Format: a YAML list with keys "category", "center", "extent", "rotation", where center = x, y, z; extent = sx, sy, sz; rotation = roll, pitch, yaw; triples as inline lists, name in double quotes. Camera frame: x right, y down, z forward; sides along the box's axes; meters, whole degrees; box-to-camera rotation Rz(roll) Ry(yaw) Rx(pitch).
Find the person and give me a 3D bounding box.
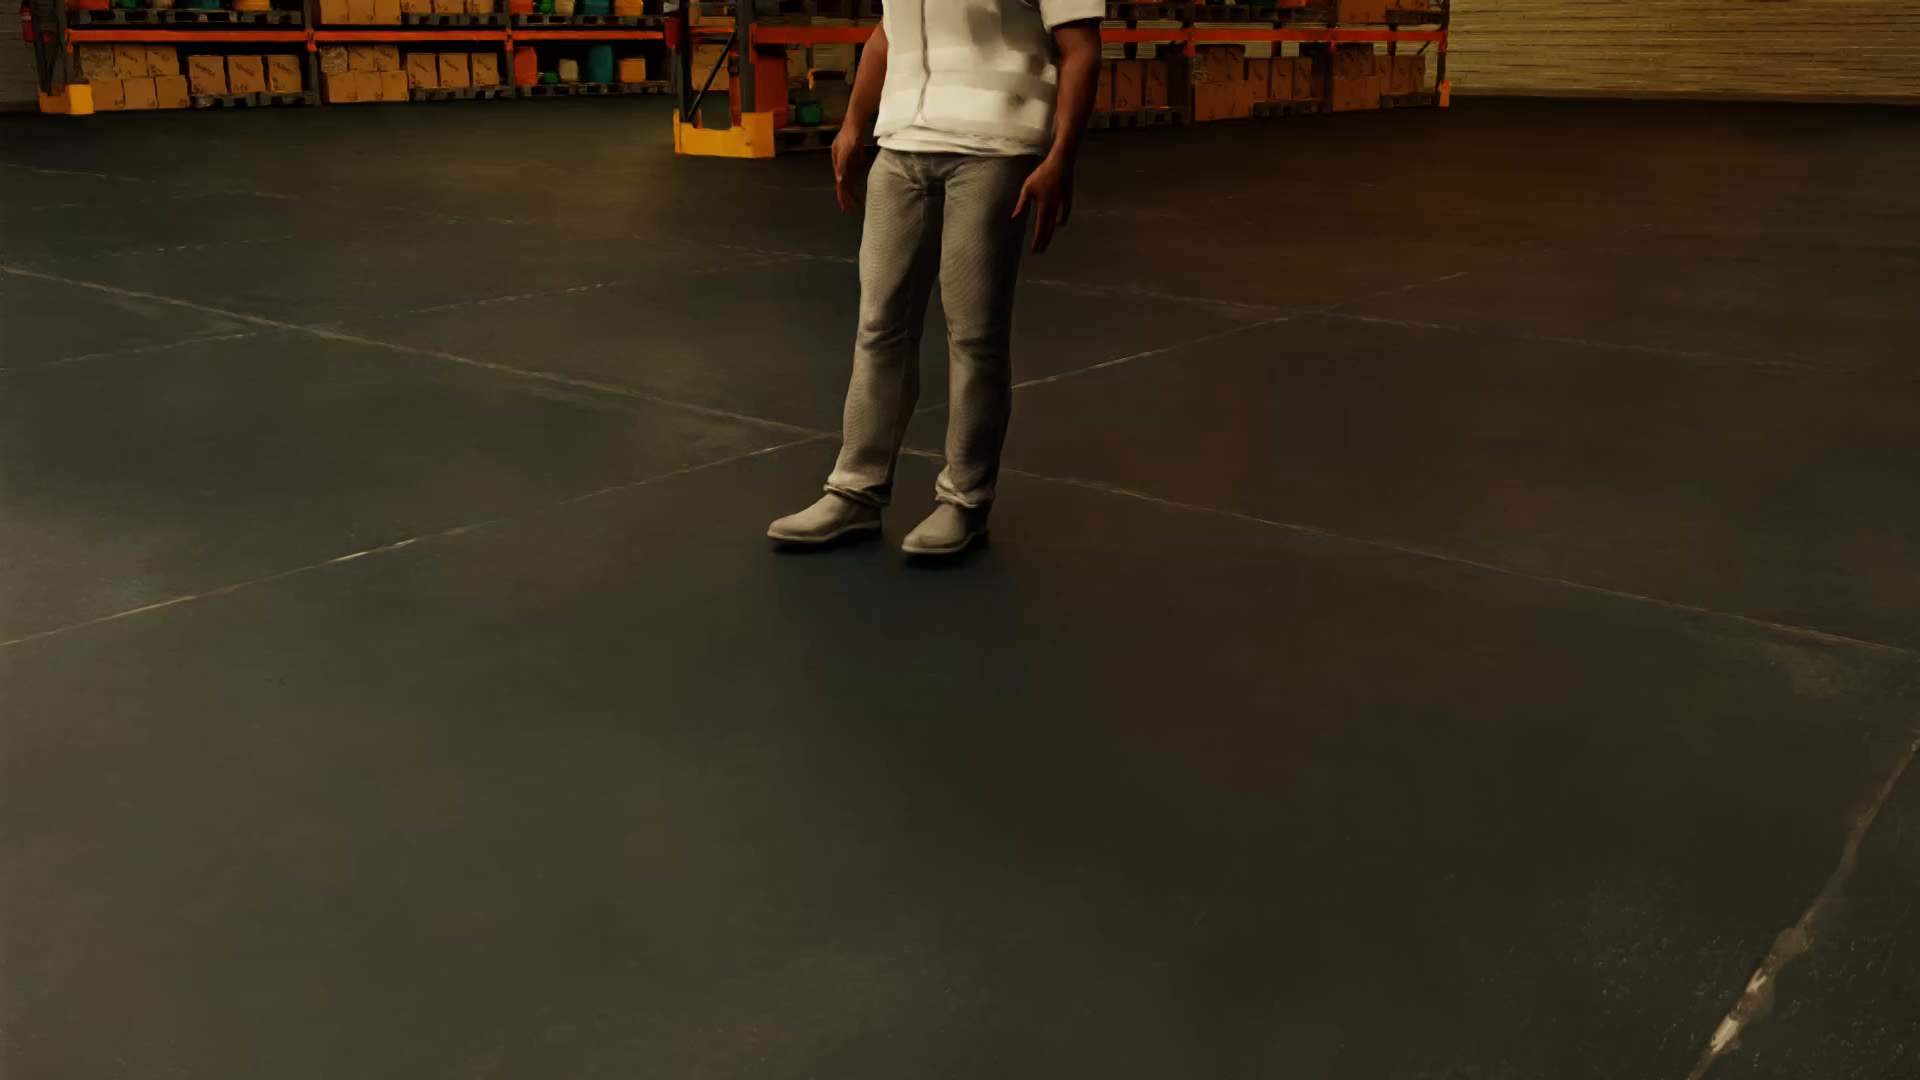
- category: "person"
  center: [-0.049, -0.837, 3.635]
  extent: [0.665, 1.766, 0.575]
  rotation: [13, 21, 37]
